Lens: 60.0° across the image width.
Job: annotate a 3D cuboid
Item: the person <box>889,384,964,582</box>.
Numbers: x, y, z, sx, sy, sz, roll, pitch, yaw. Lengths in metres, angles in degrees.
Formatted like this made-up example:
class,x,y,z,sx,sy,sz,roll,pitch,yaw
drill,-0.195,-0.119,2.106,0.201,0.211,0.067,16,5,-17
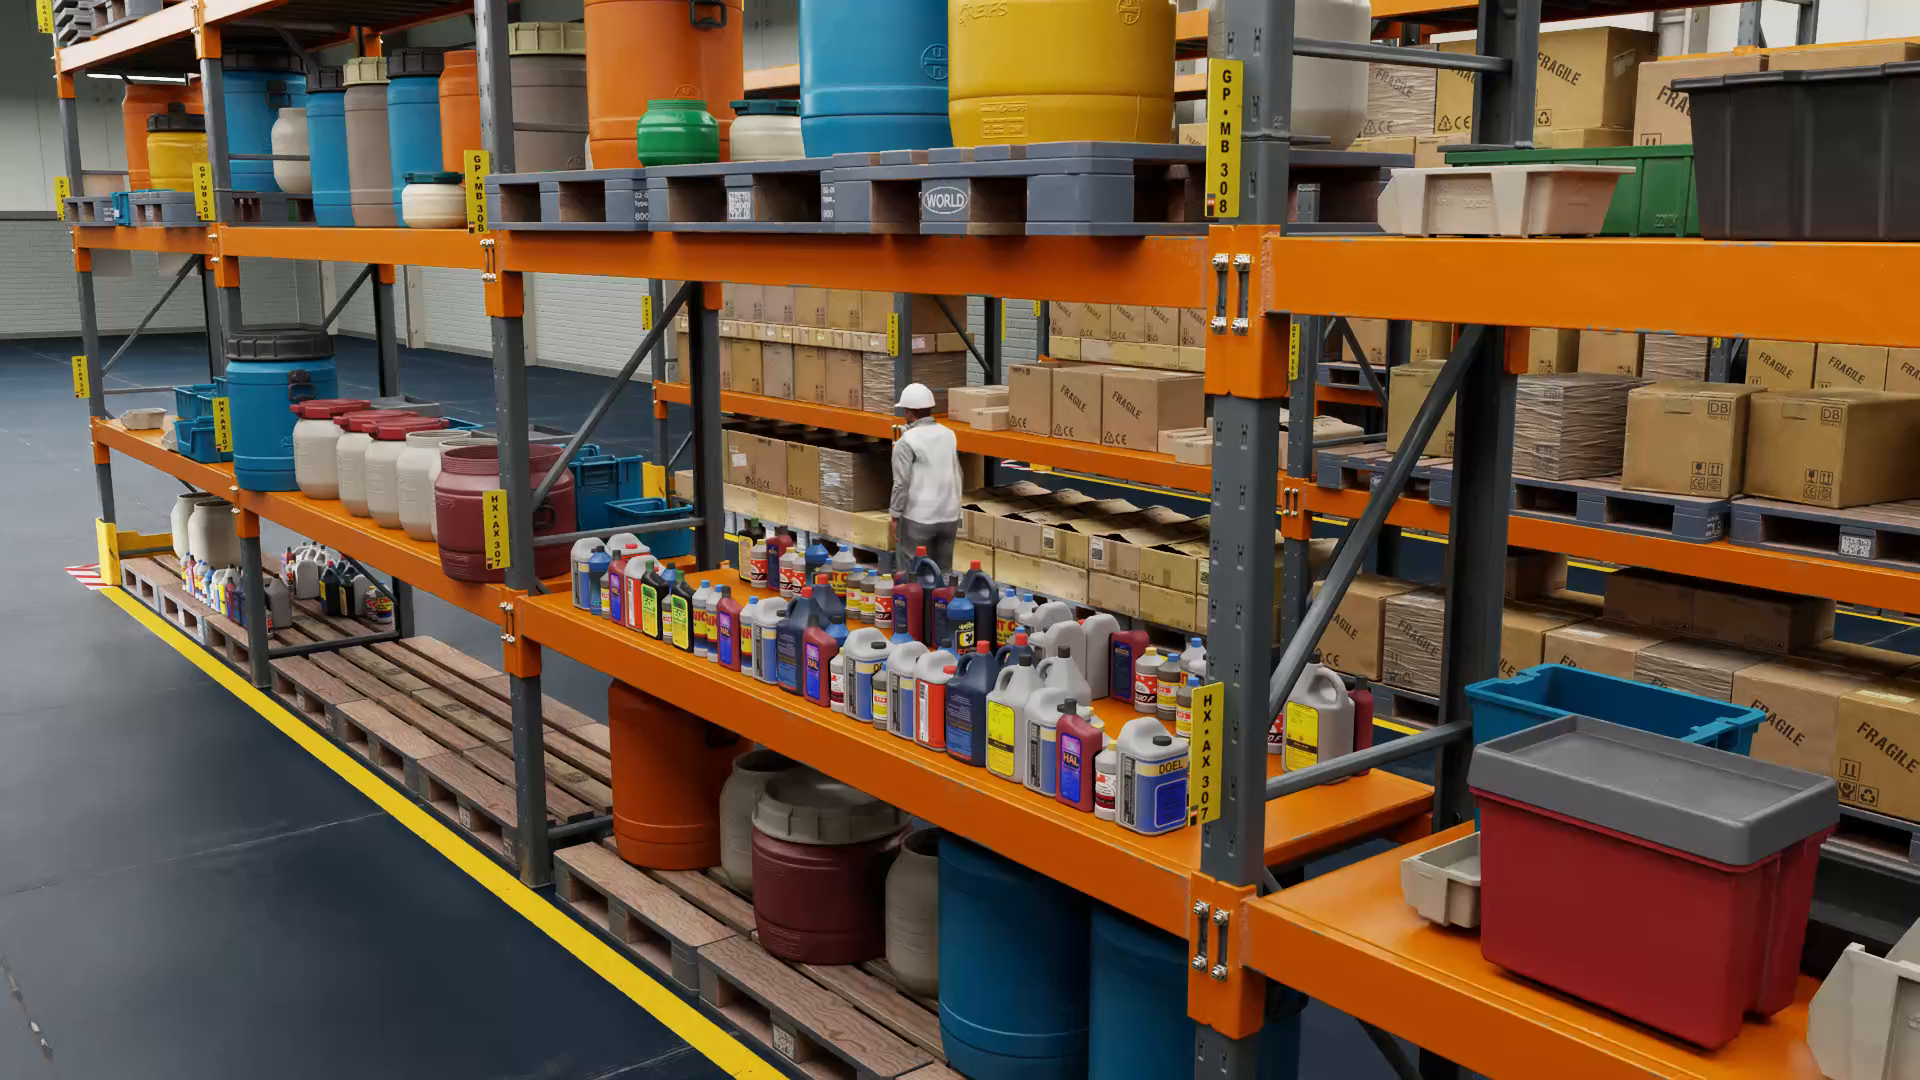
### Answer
class,x,y,z,sx,sy,sz,roll,pitch,yaw
person,-0.232,-0.166,11.229,0.582,1.771,0.465,-9,14,-38
